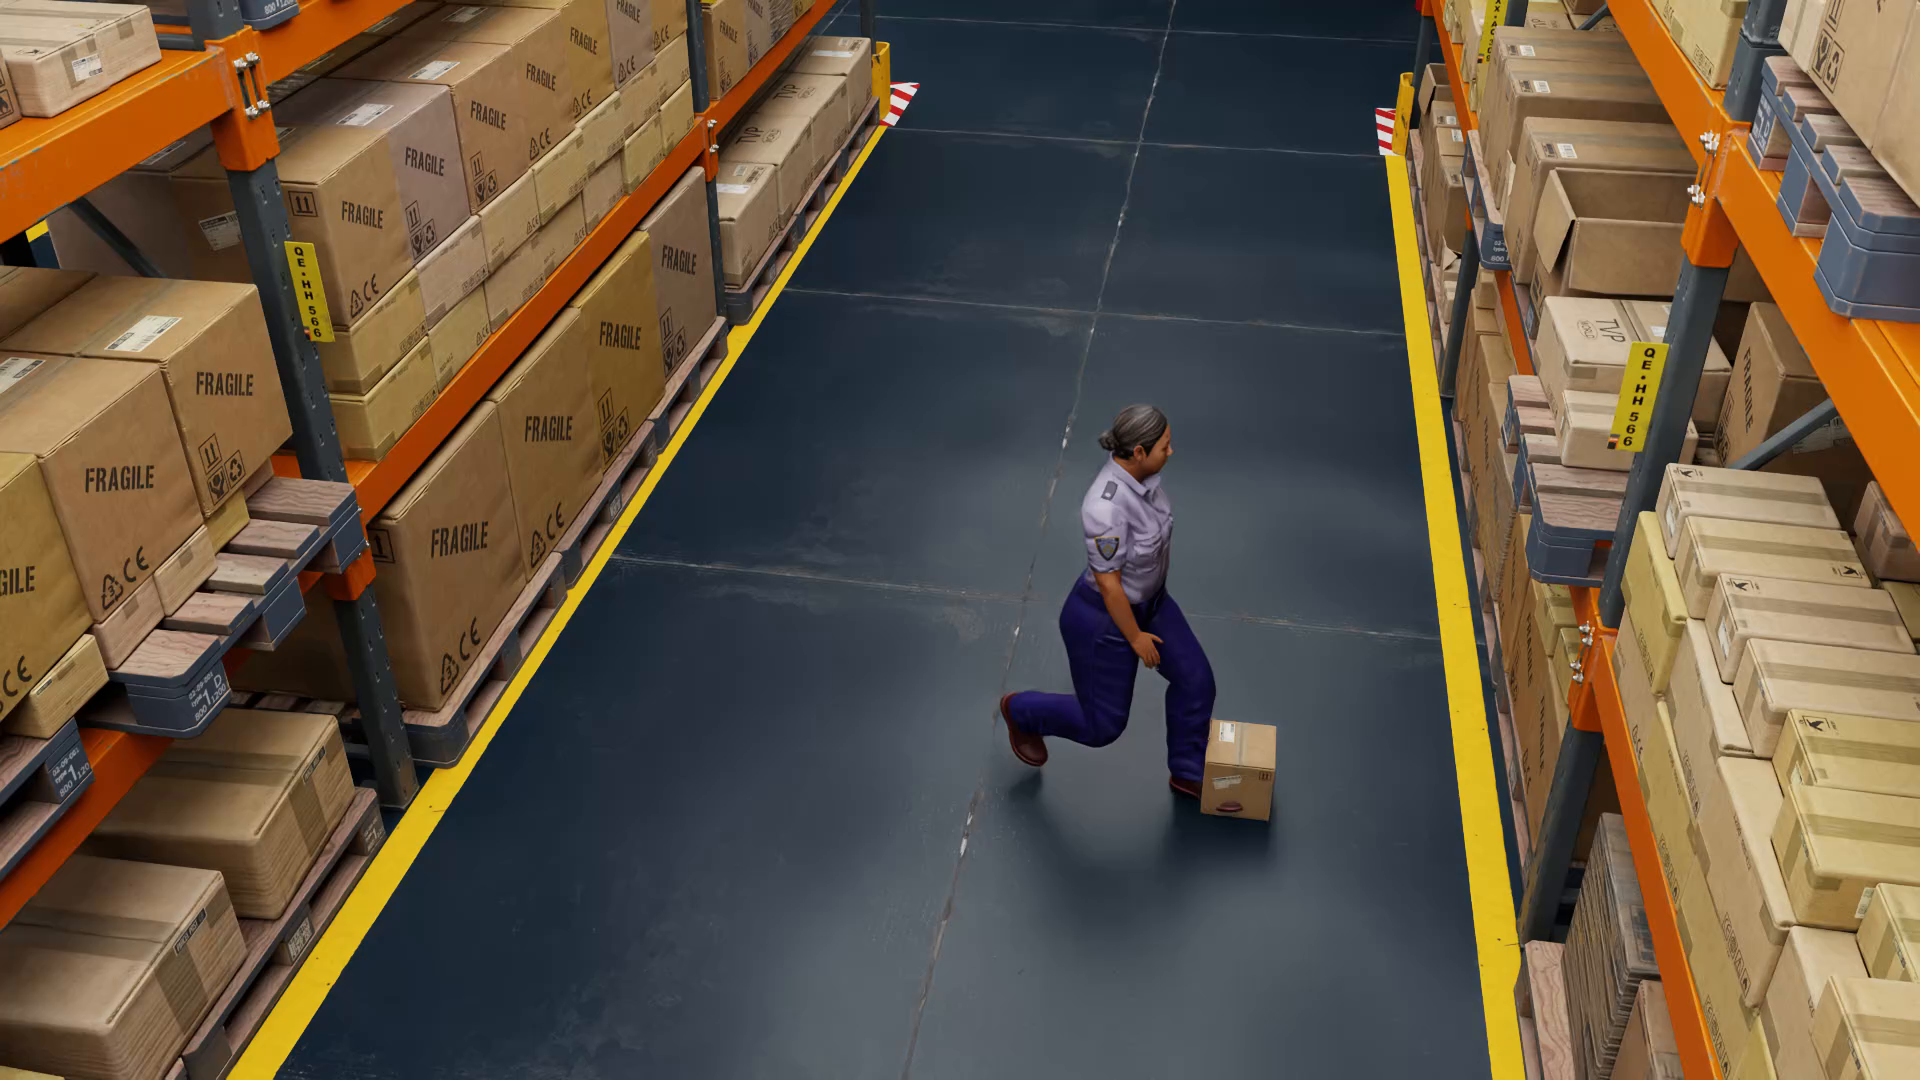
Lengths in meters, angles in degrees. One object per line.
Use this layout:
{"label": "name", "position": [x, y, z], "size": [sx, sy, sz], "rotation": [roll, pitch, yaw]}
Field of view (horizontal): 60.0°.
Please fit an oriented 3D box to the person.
{"label": "person", "position": [0.605, 0.238, 5.841], "size": [0.938, 1.553, 0.503], "rotation": [17, 36, 24]}
